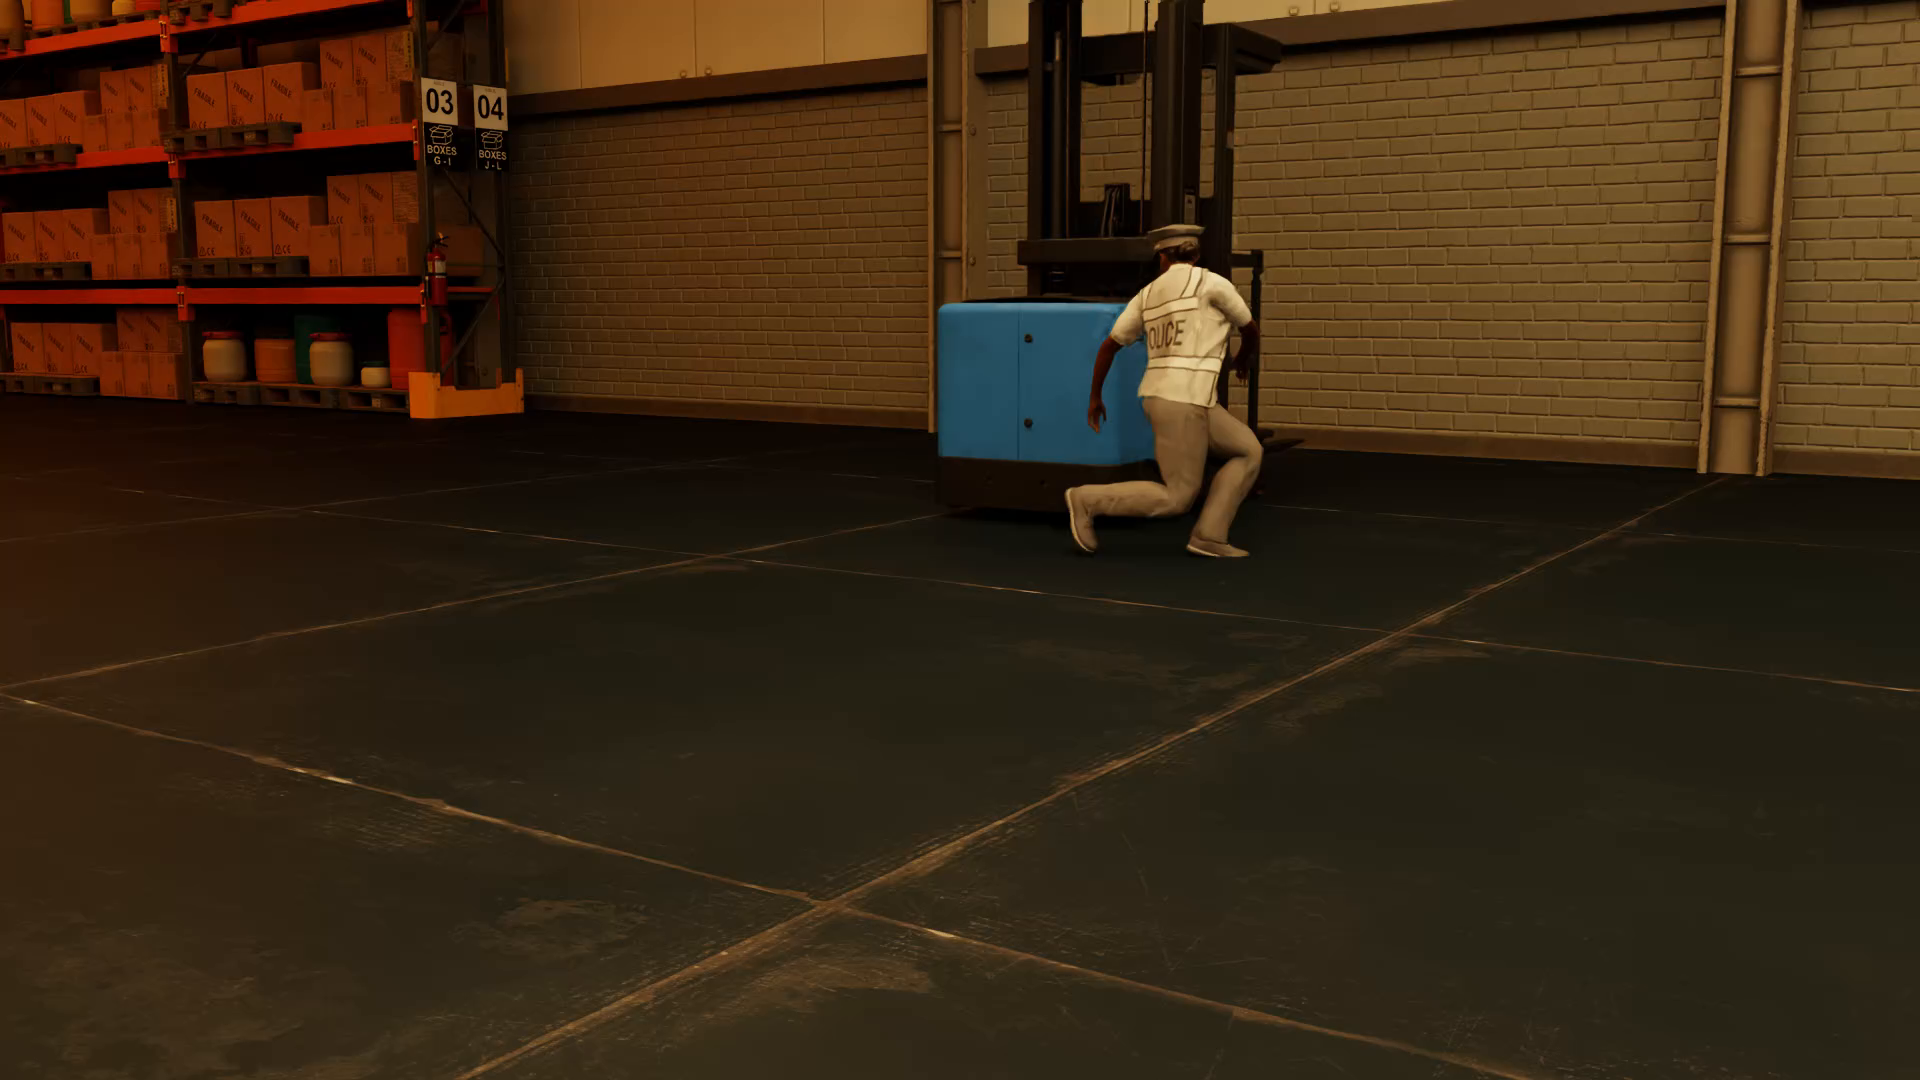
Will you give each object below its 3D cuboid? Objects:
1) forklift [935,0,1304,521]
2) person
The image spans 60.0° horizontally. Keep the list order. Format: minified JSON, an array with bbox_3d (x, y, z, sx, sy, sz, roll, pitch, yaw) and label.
[{"bbox_3d":[1.081,-1.707,9.199,1.130,2.935,3.031,5,10,32],"label":"forklift"},{"bbox_3d":[0.875,-0.617,7.093,0.862,1.442,0.599,-1,8,-10],"label":"person"}]
